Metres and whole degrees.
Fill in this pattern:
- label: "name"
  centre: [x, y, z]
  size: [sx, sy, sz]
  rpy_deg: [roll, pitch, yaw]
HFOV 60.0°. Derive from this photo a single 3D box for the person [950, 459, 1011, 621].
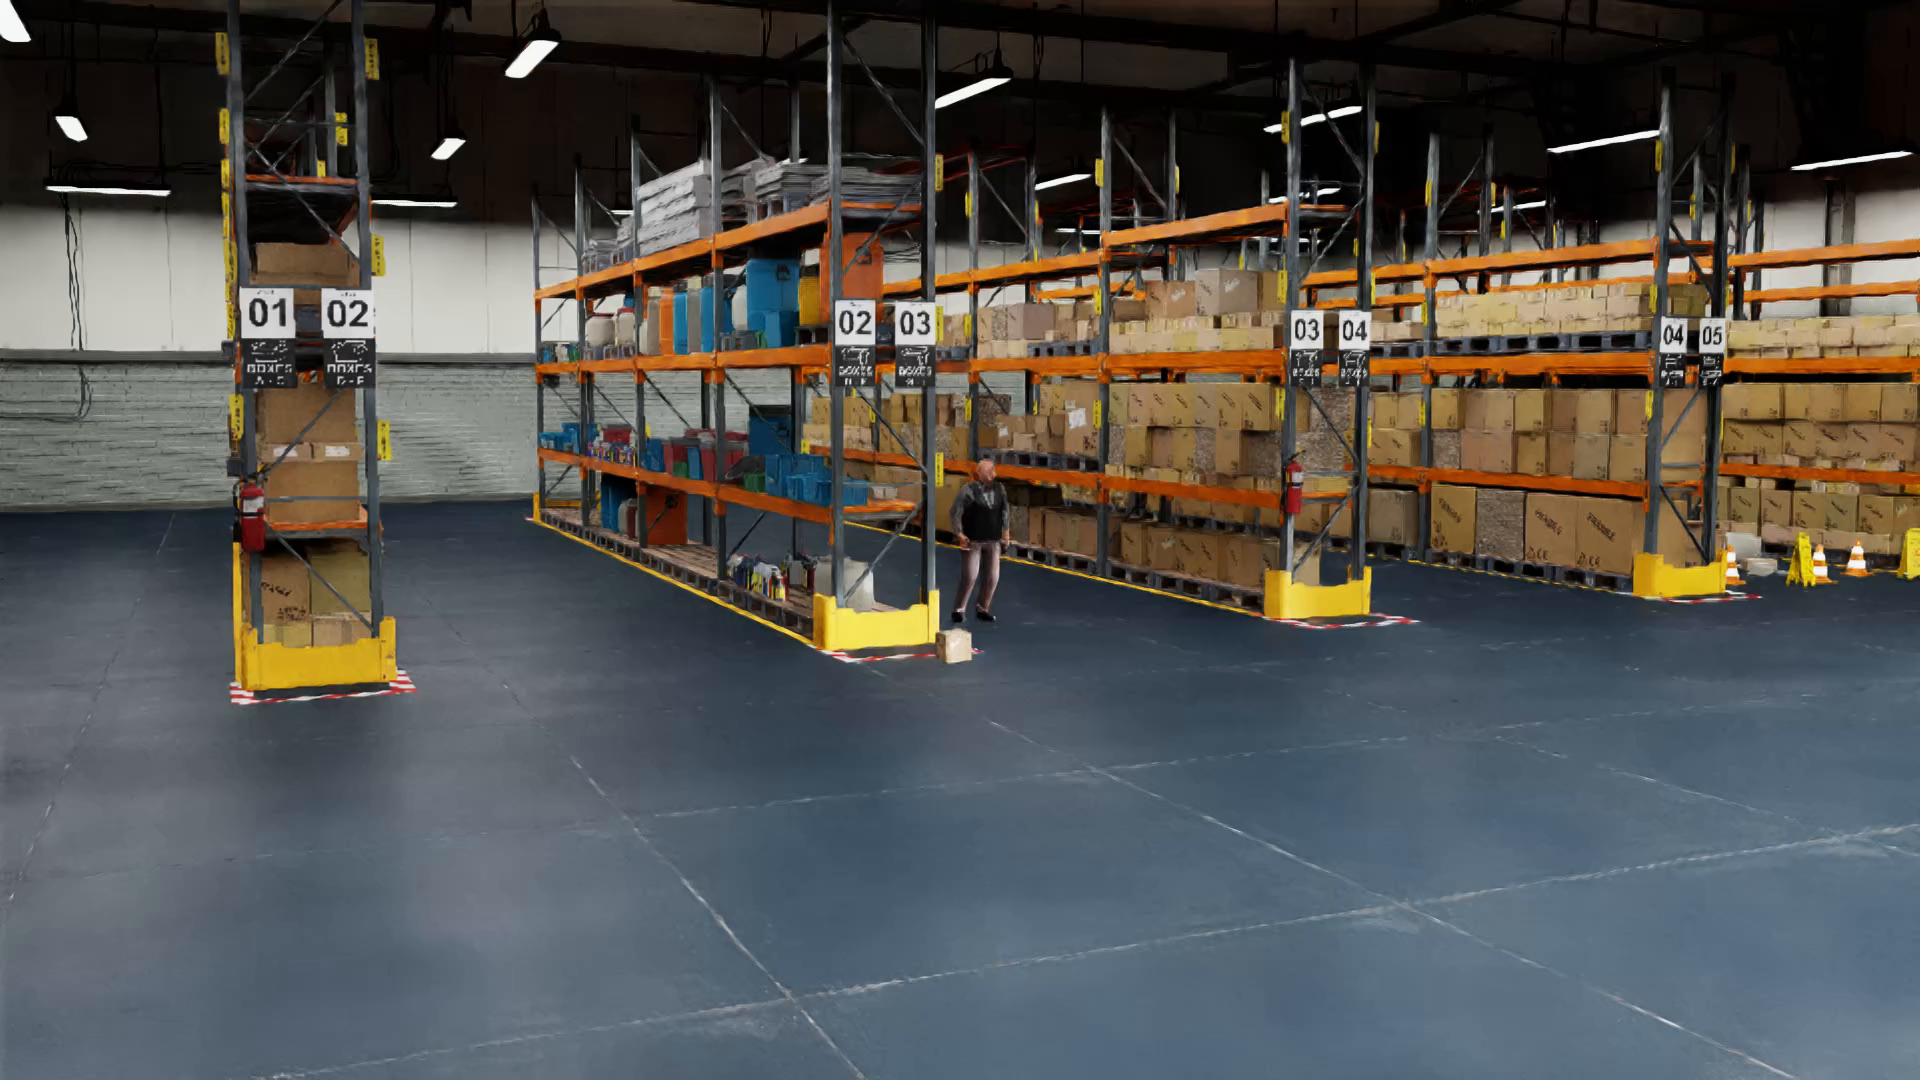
- label: "person"
  centre: [0.209, 0.002, 17.051]
  size: [0.673, 1.682, 0.509]
  rpy_deg: [-3, 6, -26]
